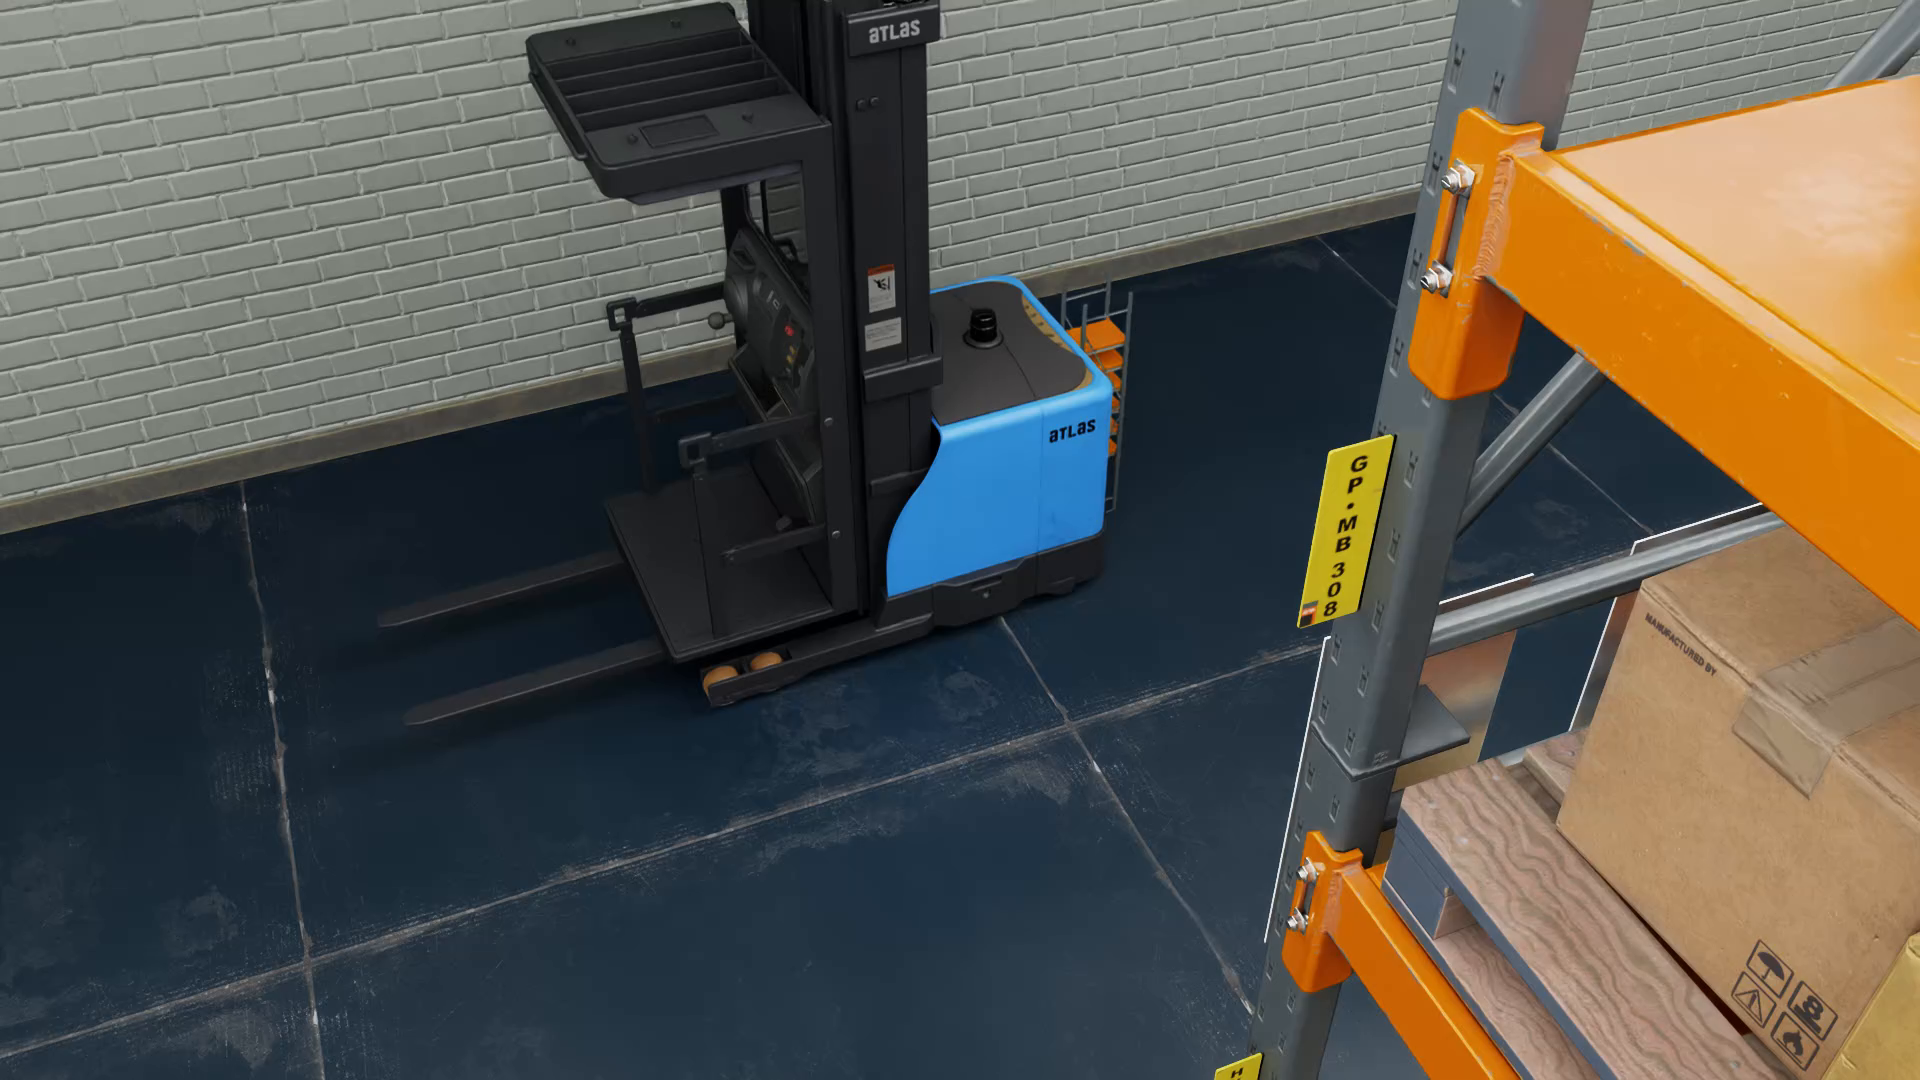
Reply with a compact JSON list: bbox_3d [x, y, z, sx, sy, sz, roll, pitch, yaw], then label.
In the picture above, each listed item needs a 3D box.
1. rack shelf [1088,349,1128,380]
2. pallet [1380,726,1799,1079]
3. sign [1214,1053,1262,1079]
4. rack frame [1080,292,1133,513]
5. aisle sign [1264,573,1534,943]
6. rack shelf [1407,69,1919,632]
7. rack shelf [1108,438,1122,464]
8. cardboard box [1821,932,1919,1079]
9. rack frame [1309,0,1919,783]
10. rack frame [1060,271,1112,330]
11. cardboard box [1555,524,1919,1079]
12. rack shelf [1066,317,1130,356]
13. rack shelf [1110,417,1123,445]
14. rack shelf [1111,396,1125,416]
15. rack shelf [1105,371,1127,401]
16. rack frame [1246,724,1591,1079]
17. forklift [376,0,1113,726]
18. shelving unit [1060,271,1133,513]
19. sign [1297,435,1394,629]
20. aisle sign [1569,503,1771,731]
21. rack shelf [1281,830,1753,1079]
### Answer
[{"bbox_3d":[0.585,-0.766,7.339,0.258,0.103,0.180,-17,44,-19],"label":"rack shelf"},{"bbox_3d":[1.349,0.698,2.324,1.003,0.211,1.213,-15,43,-17],"label":"pallet"},{"bbox_3d":[0.541,1.134,3.325,0.100,0.325,0.005,-15,43,-17],"label":"sign"},{"bbox_3d":[0.624,-0.564,7.404,0.240,1.200,0.006,-17,44,-19],"label":"rack frame"},{"bbox_3d":[0.751,0.403,2.905,0.394,0.787,0.004,-15,43,-17],"label":"aisle sign"},{"bbox_3d":[1.821,0.712,0.798,1.077,0.370,4.000,-15,43,-17],"label":"rack shelf"},{"bbox_3d":[0.585,-0.402,7.652,0.258,0.103,0.180,-17,44,-19],"label":"rack shelf"},{"bbox_3d":[1.408,0.654,1.832,0.700,0.500,0.500,-17,43,-18],"label":"cardboard box"},{"bbox_3d":[1.056,-0.917,1.834,1.000,3.000,0.127,-15,43,-17],"label":"rack frame"},{"bbox_3d":[0.545,-0.671,7.529,0.240,1.200,0.006,-17,44,-19],"label":"rack frame"},{"bbox_3d":[1.304,0.285,2.261,0.700,0.500,0.500,-18,44,-19],"label":"cardboard box"},{"bbox_3d":[0.585,-0.857,7.261,0.258,0.103,0.180,-17,44,-19],"label":"rack shelf"},{"bbox_3d":[0.585,-0.493,7.574,0.258,0.103,0.180,-17,44,-19],"label":"rack shelf"},{"bbox_3d":[0.585,-0.584,7.496,0.258,0.103,0.180,-17,44,-19],"label":"rack shelf"},{"bbox_3d":[0.585,-0.675,7.417,0.258,0.103,0.180,-17,44,-19],"label":"rack shelf"},{"bbox_3d":[1.056,1.357,3.790,1.000,3.000,0.127,-15,43,-17],"label":"rack frame"},{"bbox_3d":[-0.921,-0.821,6.375,3.031,2.935,1.130,-16,43,-18],"label":"forklift"},{"bbox_3d":[0.585,-0.618,7.467,0.258,1.200,0.189,-17,44,-19],"label":"shelving unit"},{"bbox_3d":[0.541,-0.007,2.344,0.100,0.325,0.005,-15,43,-17],"label":"sign"},{"bbox_3d":[1.305,0.253,3.080,0.394,0.787,0.004,-15,43,-17],"label":"aisle sign"},{"bbox_3d":[1.821,1.698,1.645,1.077,0.370,4.000,-15,43,-17],"label":"rack shelf"}]
